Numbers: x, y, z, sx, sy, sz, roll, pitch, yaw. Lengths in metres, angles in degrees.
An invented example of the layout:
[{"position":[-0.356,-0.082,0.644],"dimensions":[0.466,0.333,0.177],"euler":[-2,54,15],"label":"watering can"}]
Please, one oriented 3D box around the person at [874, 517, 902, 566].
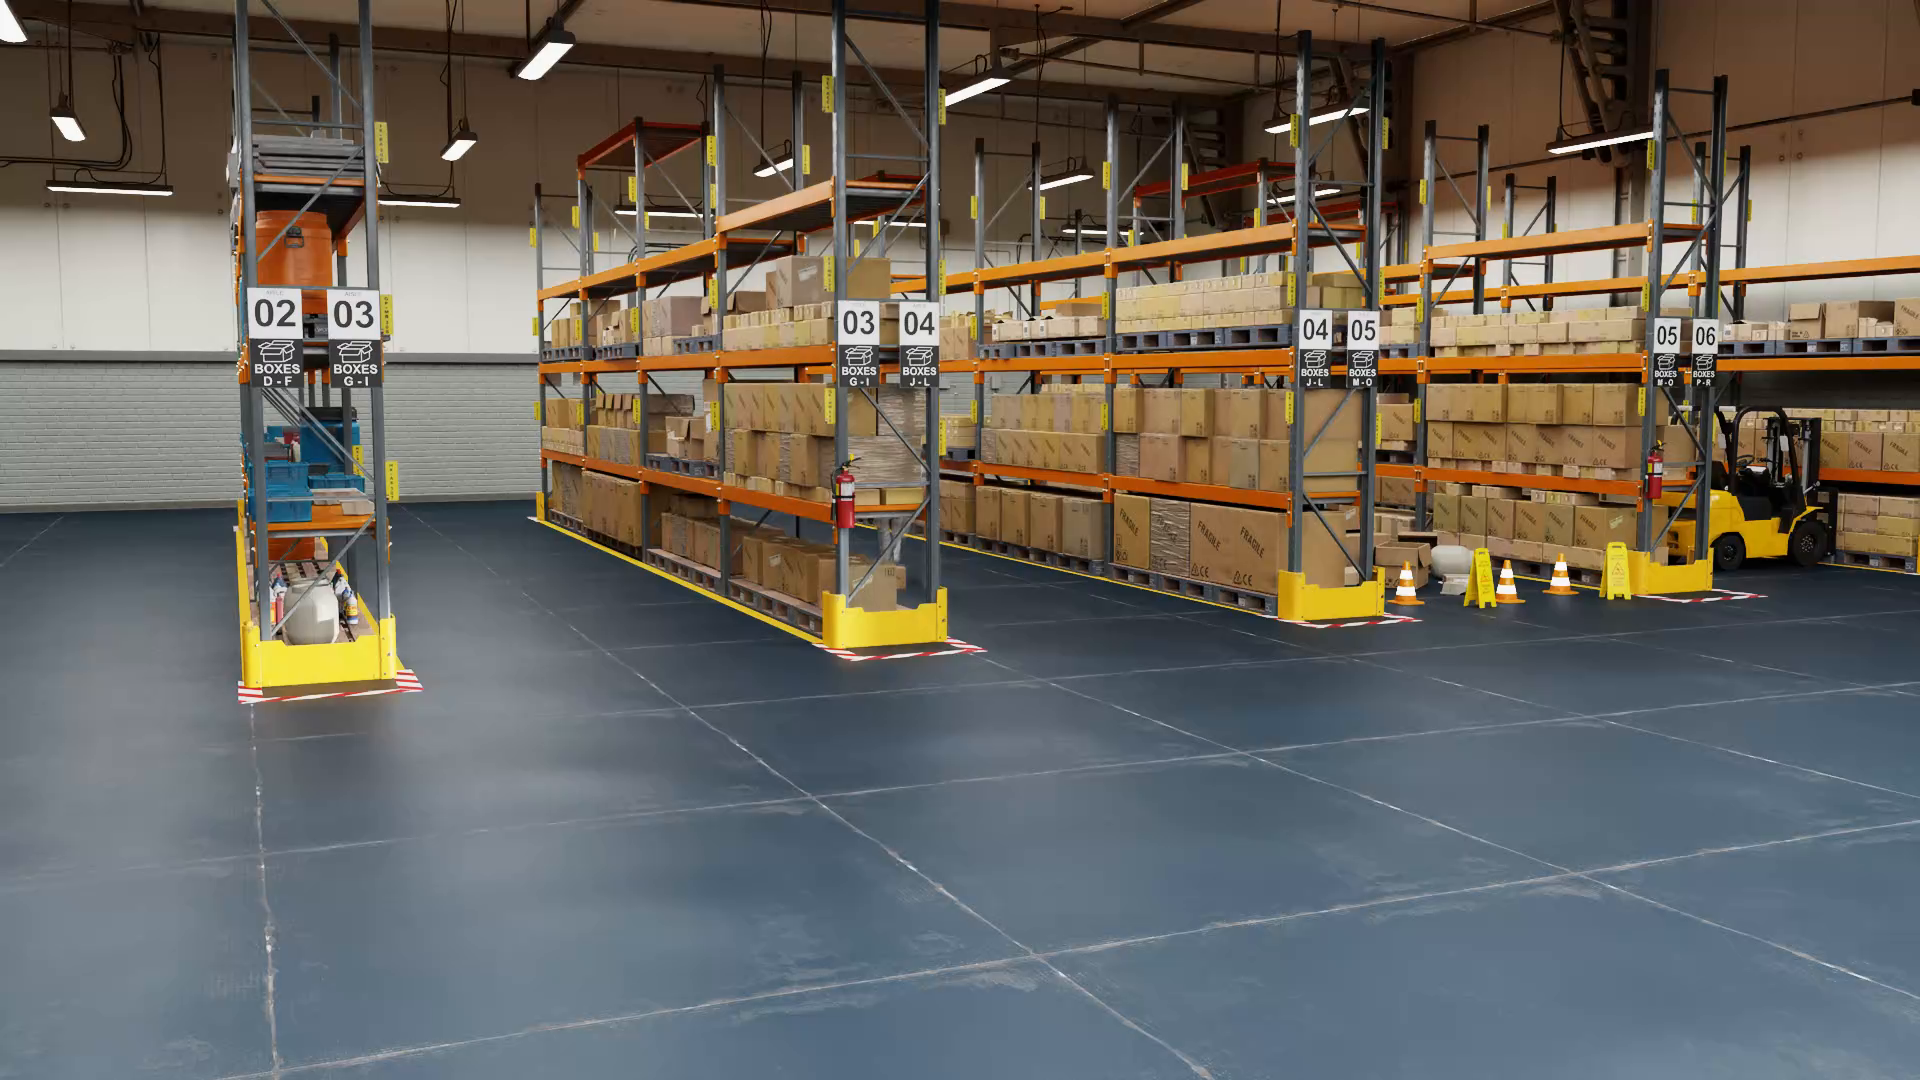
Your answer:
[{"position":[-0.933,-0.451,21.421],"dimensions":[0.614,1.830,0.503],"euler":[-2,6,-16],"label":"person"}]
